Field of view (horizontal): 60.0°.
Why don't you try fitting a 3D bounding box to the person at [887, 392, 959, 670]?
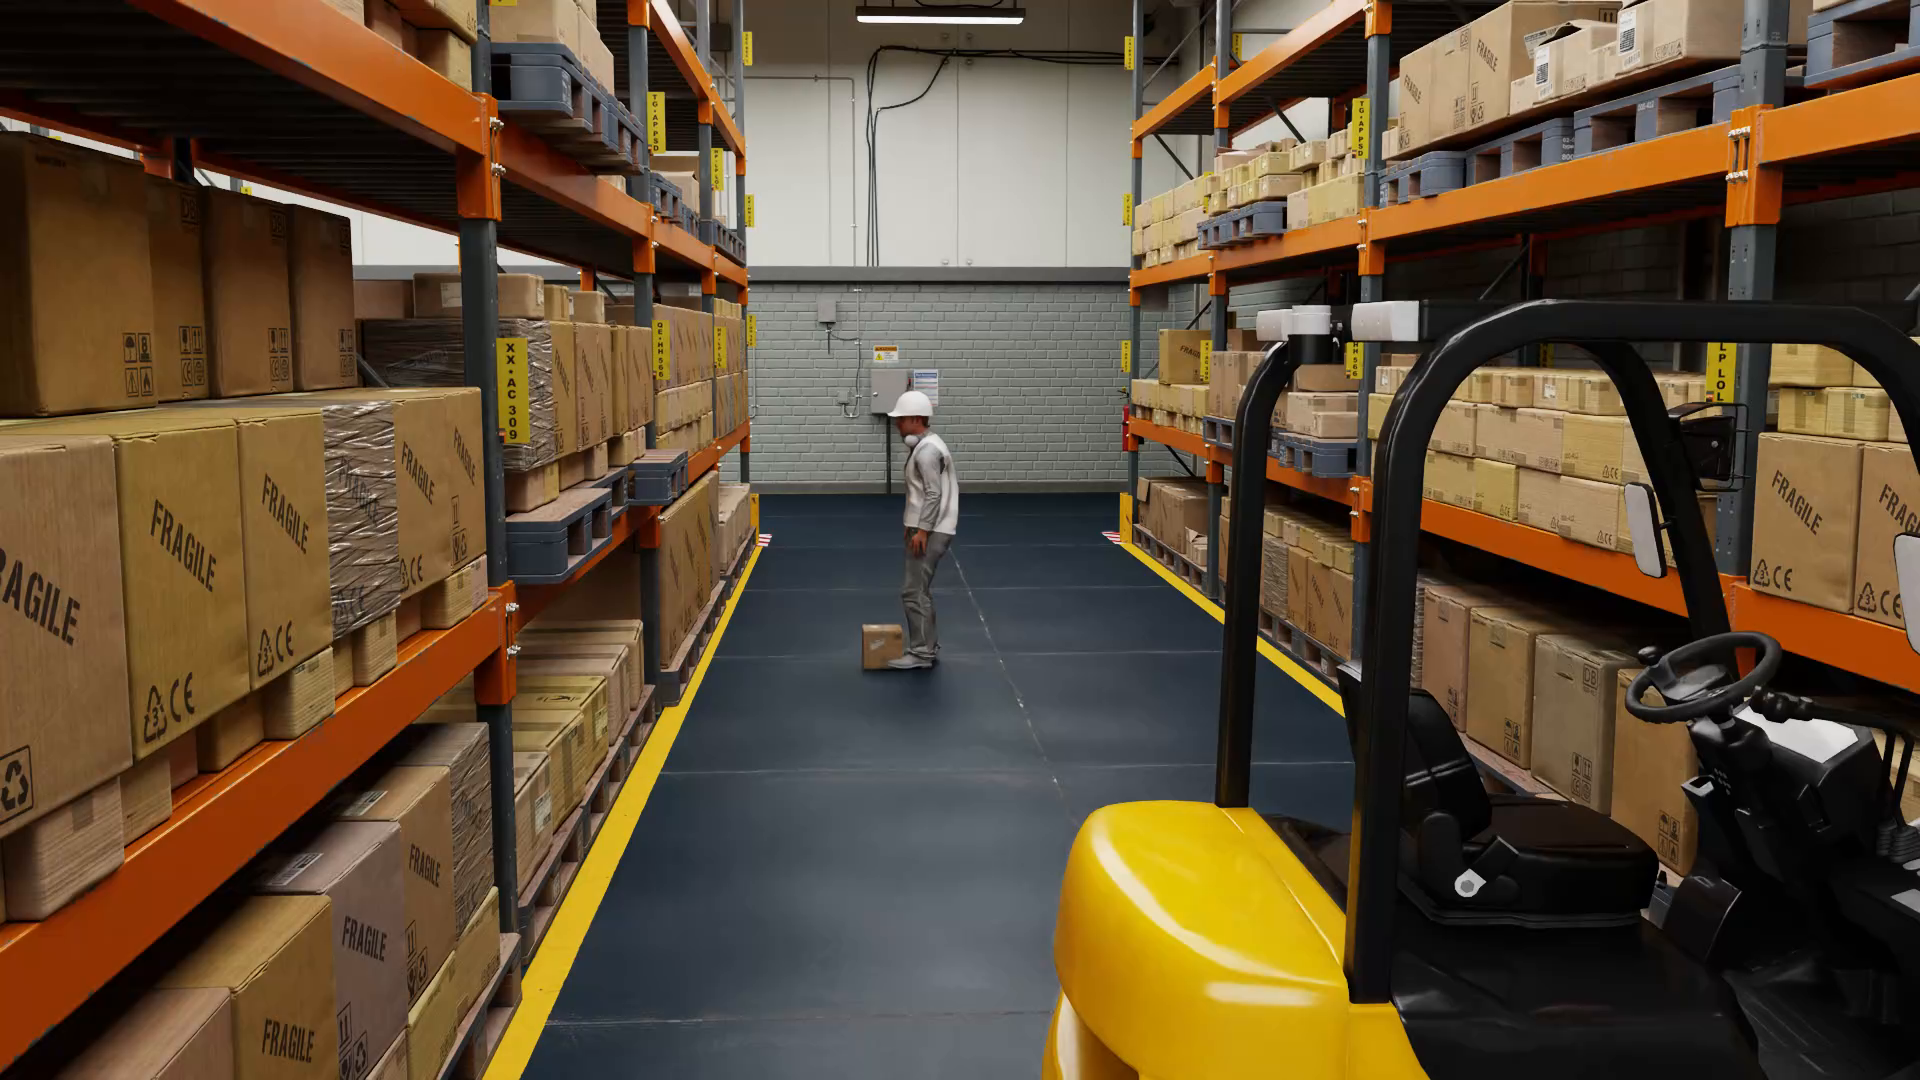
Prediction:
[{"bbox_3d":[-0.246,-0.067,10.696,0.474,1.771,0.572,-1,7,-6],"label":"person"}]
